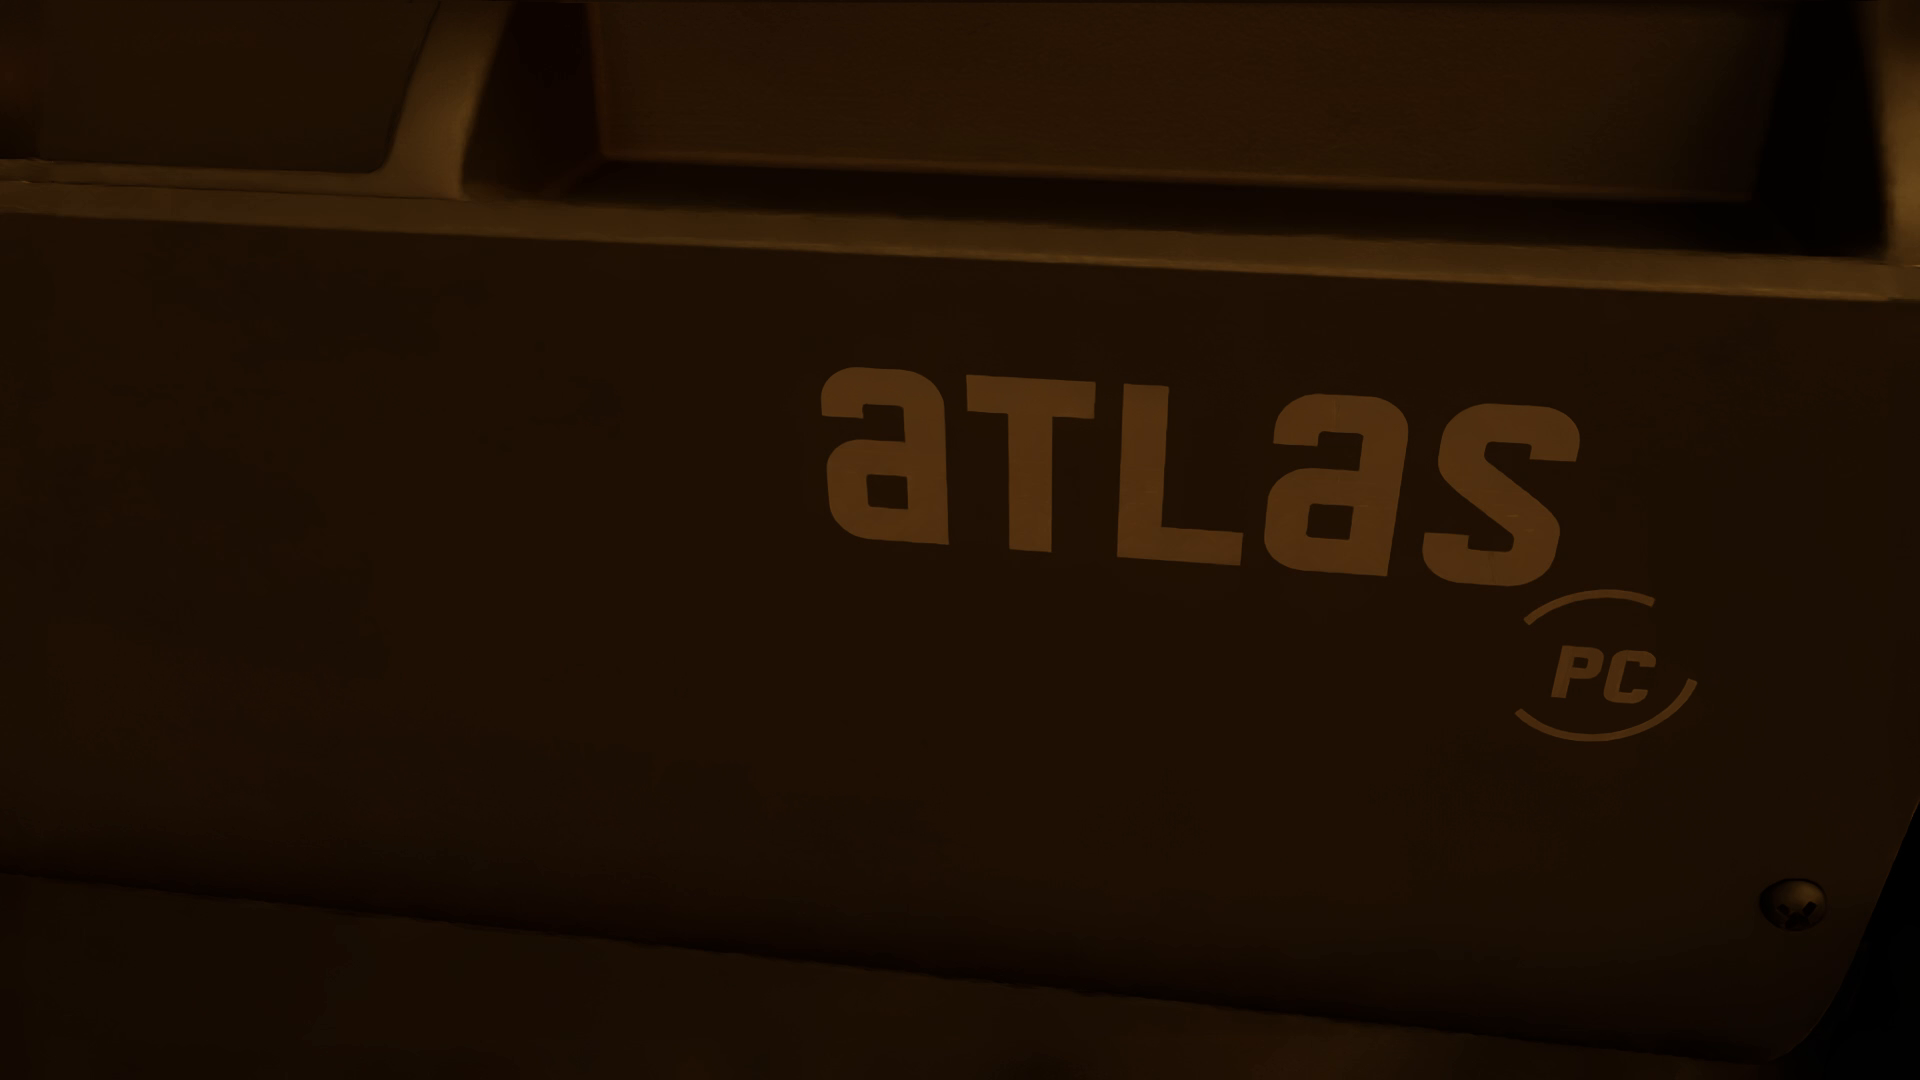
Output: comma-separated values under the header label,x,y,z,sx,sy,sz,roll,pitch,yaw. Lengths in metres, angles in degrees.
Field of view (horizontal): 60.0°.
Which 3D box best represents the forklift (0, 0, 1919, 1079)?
label,x,y,z,sx,sy,sz,roll,pitch,yaw
forklift,-0.181,-0.467,0.152,1.130,2.935,3.031,4,27,8
